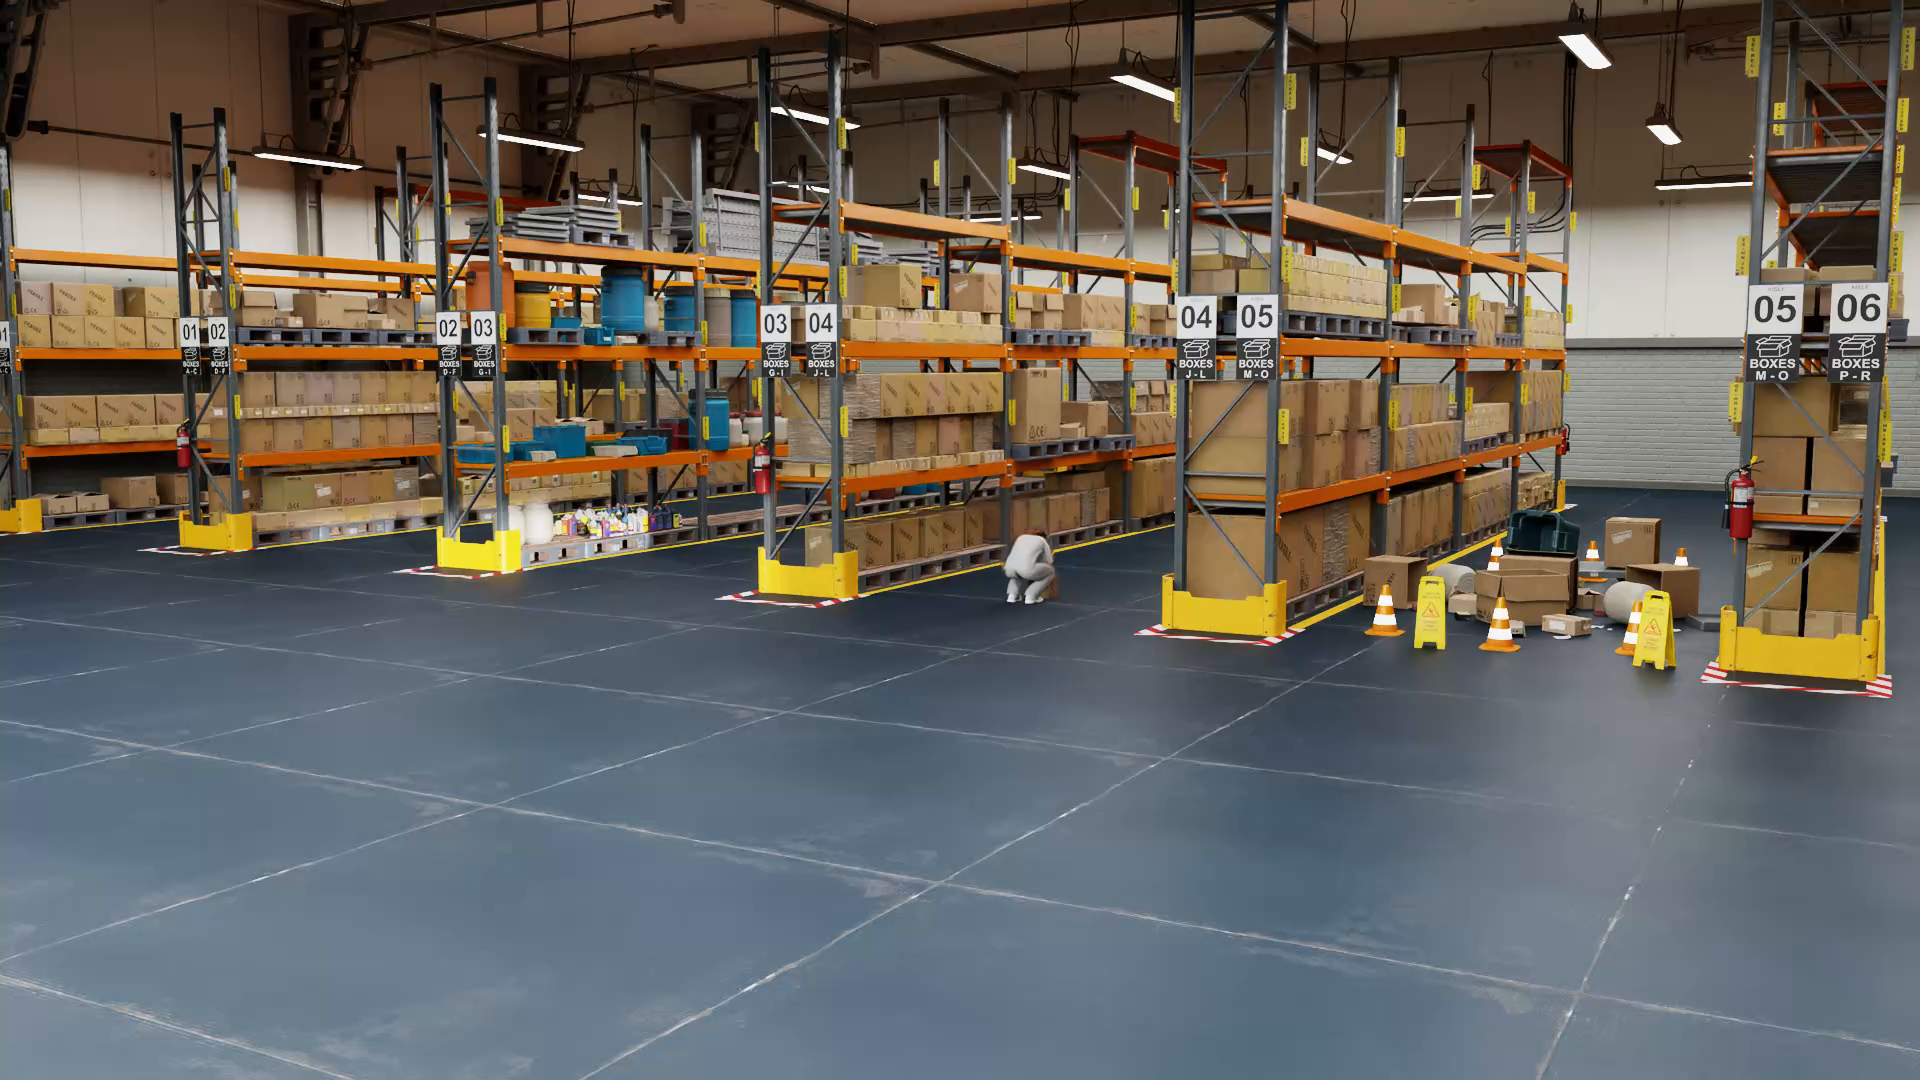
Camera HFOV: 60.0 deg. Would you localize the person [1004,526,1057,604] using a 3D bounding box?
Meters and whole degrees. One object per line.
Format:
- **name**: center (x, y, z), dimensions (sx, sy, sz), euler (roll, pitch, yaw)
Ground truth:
- **person**: center (0.759, 0.277, 18.048), dimensions (0.479, 0.806, 0.807), euler (3, 7, 29)
